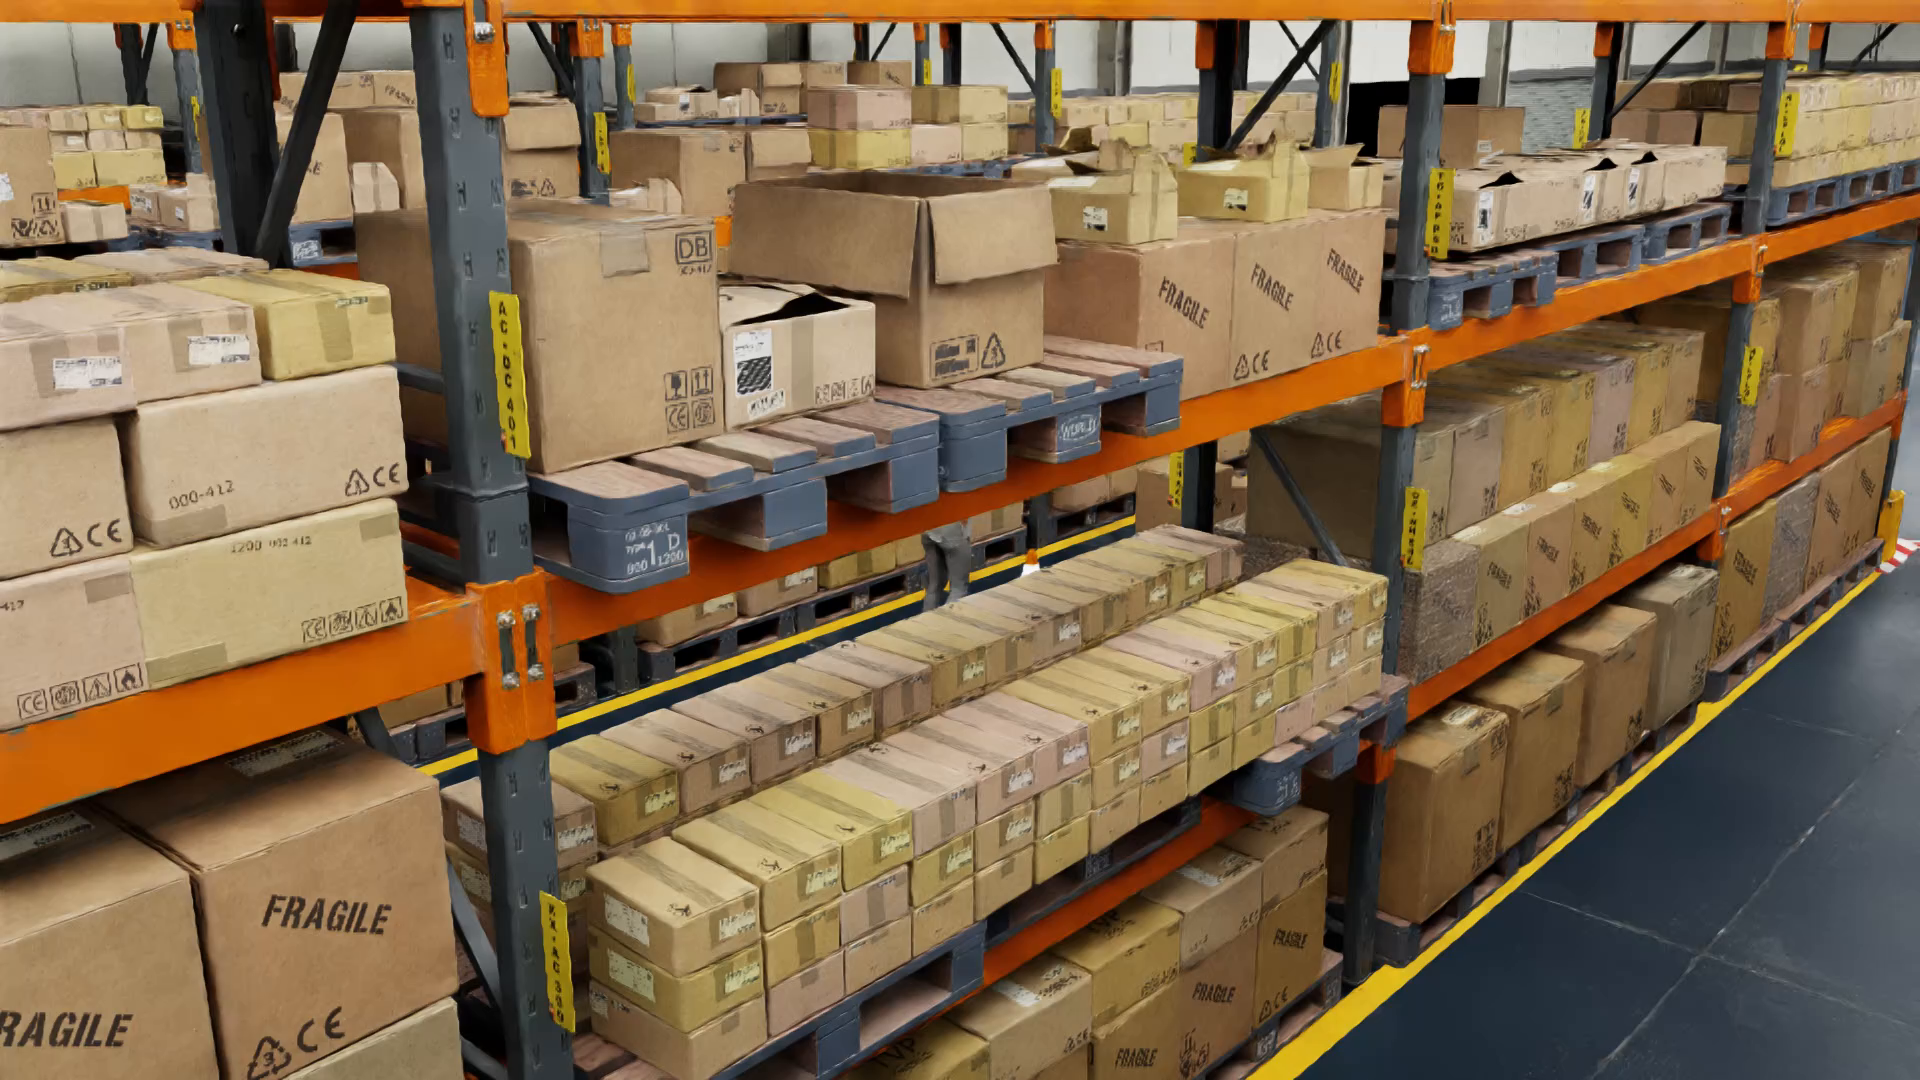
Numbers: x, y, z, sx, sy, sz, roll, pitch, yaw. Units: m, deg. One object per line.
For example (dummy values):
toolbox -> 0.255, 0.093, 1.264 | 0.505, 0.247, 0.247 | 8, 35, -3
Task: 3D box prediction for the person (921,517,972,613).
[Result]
person -> -0.104, -0.027, 10.669 | 0.407, 1.589, 0.299 | 15, 23, 40
